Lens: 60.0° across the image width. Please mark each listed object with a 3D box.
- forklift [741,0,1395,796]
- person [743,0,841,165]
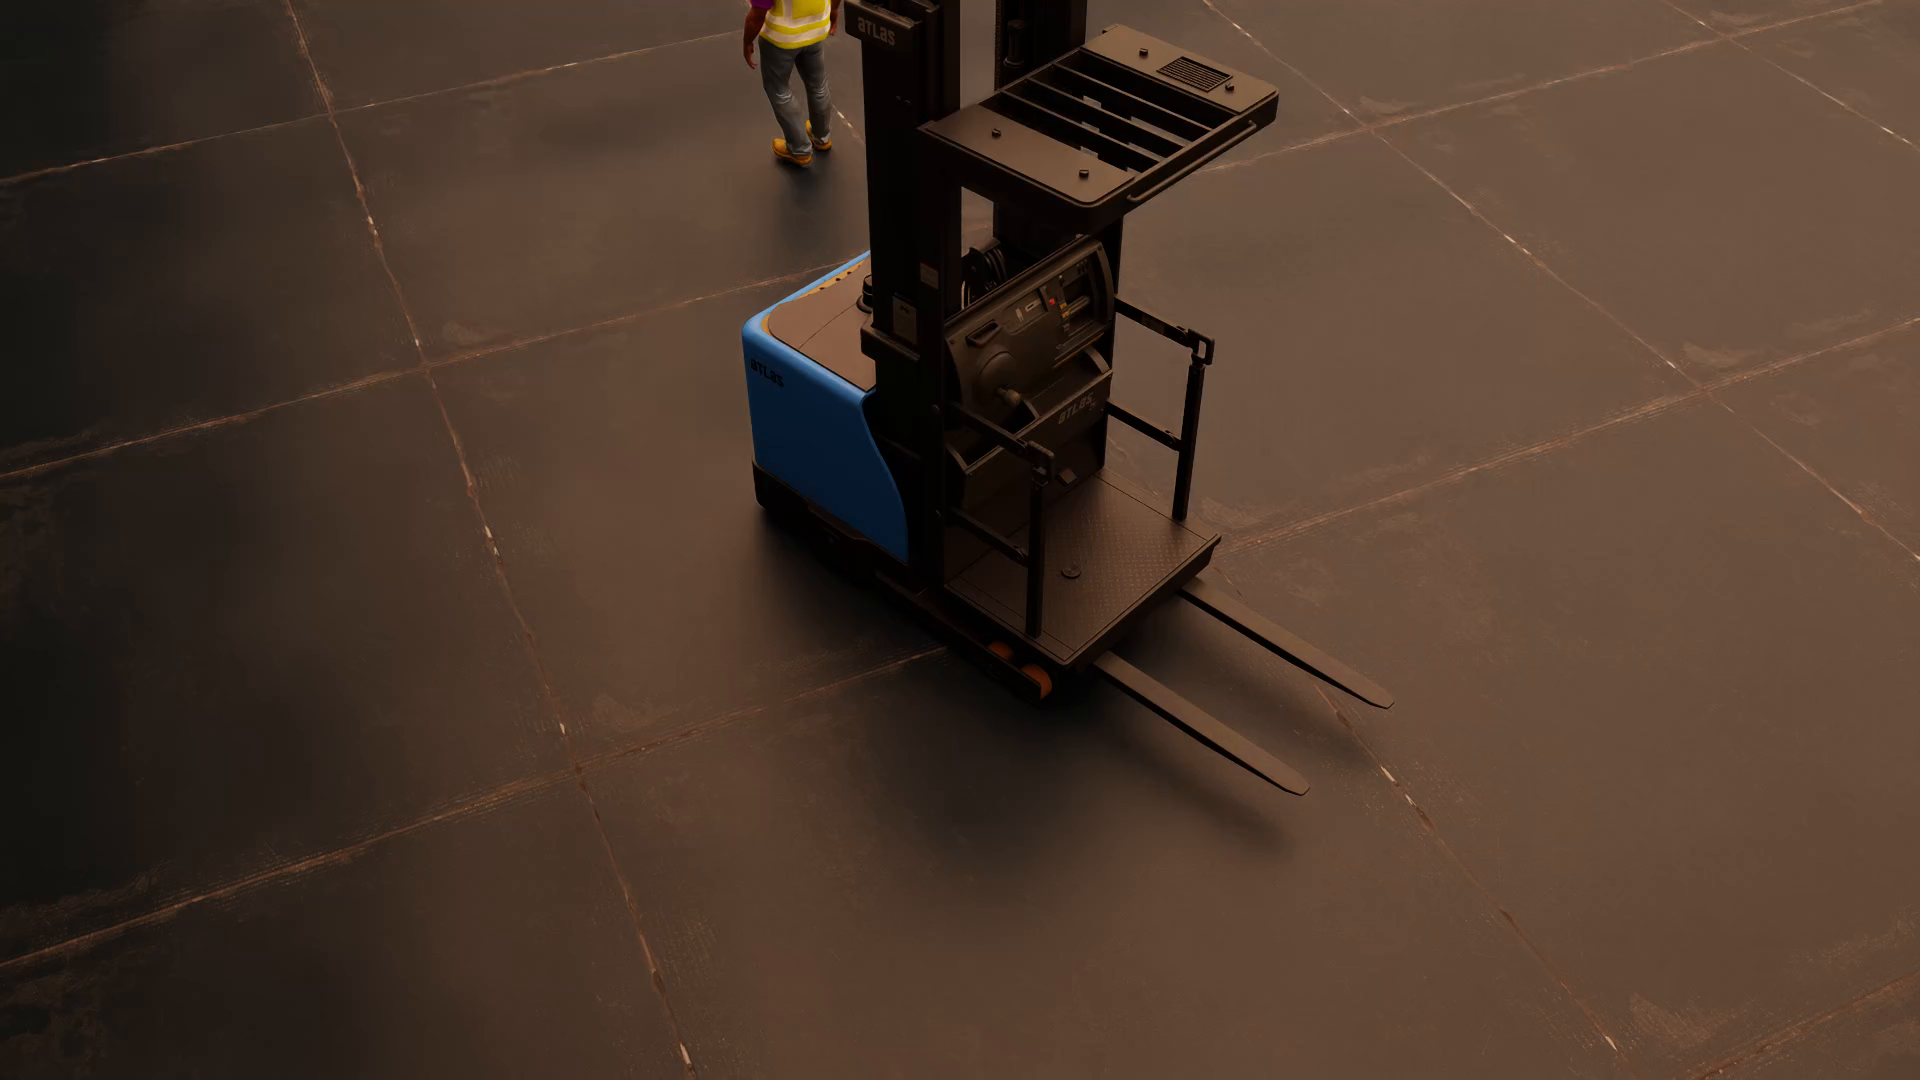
[{"bbox_3d":[0.445,-0.788,6.525,3.031,2.935,1.130,32,52,30],"label":"forklift"},{"bbox_3d":[-1.006,-3.009,9.749,0.666,1.762,0.591,-28,50,-27],"label":"person"}]
